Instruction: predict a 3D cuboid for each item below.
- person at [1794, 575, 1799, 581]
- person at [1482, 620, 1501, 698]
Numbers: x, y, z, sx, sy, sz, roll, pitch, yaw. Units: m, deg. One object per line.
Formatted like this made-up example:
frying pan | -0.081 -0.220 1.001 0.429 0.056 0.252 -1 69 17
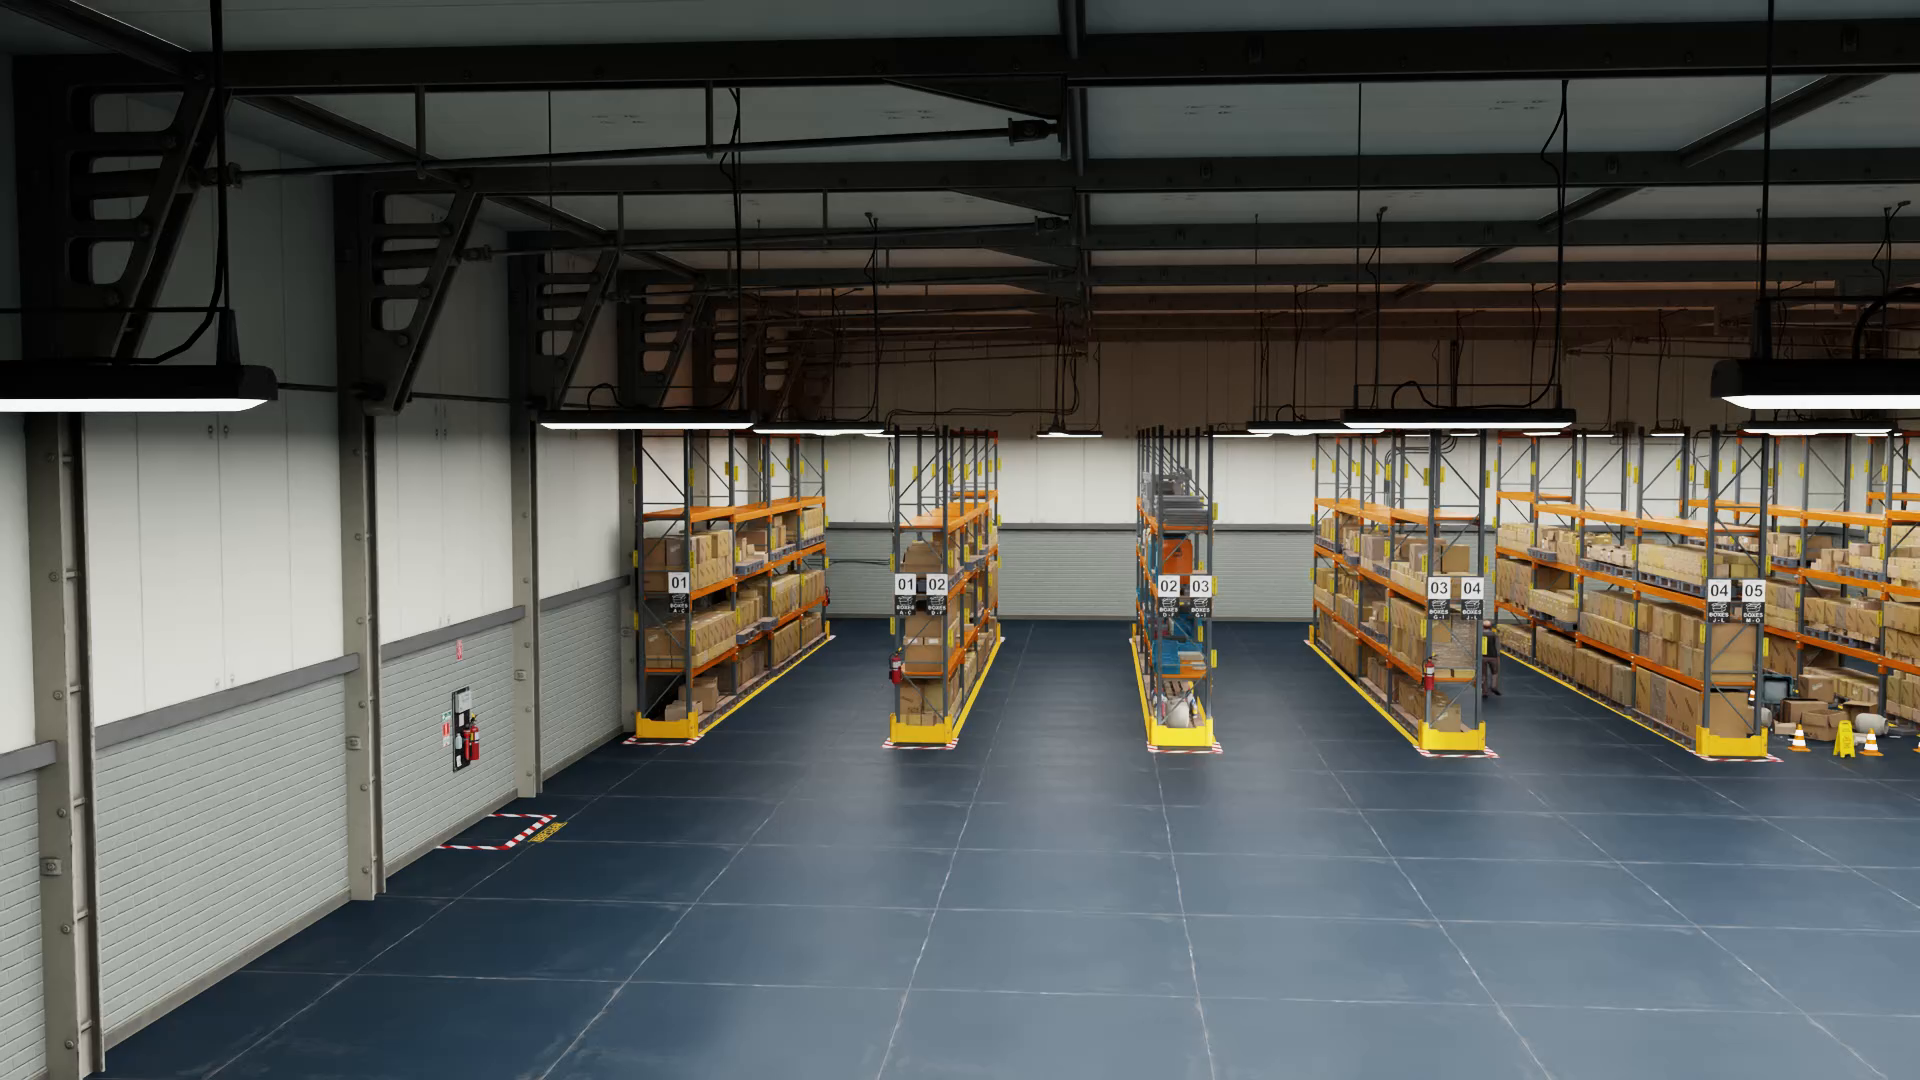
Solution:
person | 24.981 1.873 49.547 1.067 1.746 0.567 -1 4 -15
person | 11.713 2.648 36.913 0.571 1.722 0.506 1 3 10
